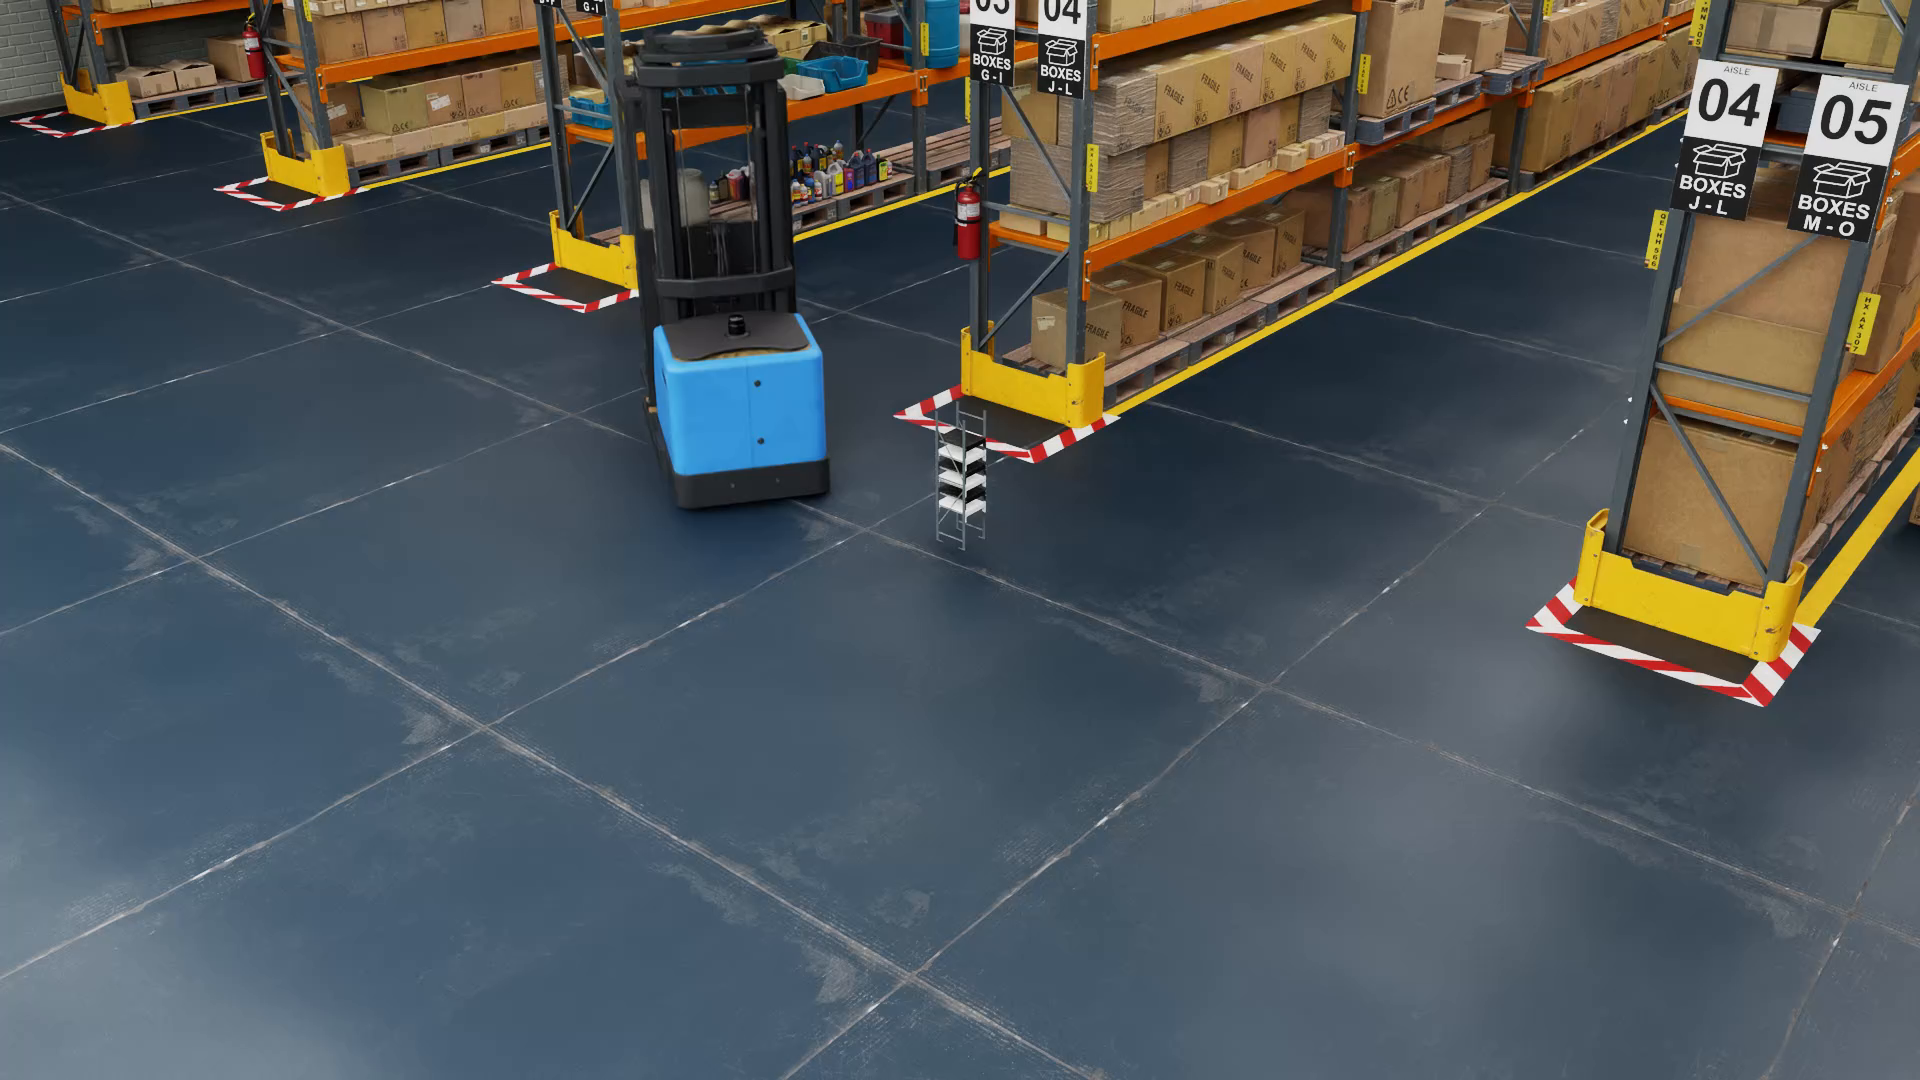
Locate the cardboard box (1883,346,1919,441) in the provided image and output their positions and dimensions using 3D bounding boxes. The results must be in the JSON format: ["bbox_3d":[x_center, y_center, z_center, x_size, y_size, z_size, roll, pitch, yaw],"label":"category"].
[{"bbox_3d":[6.348,-1.326,11.903,0.875,0.875,0.875,21,34,35],"label":"cardboard box"}]

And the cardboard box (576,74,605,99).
[{"bbox_3d":[-4.562,-5.864,21.357,0.500,0.250,0.500,20,34,34],"label":"cardboard box"}]

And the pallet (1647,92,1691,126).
[{"bbox_3d":[8.672,-5.615,21.375,1.003,0.211,1.213,21,34,34],"label":"pallet"}]

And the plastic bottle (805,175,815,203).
[{"bbox_3d":[-1.523,-3.564,16.866,0.097,0.271,0.097,0,27,0],"label":"plastic bottle"}]

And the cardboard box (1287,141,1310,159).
[{"bbox_3d":[2.758,-3.340,14.216,0.380,0.149,0.250,21,34,34],"label":"cardboard box"}]

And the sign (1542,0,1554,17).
[{"bbox_3d":[6.008,-5.513,16.968,0.100,0.325,0.005,21,34,34],"label":"sign"}]

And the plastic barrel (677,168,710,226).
[{"bbox_3d":[-2.648,-3.315,16.144,0.421,0.512,0.421,0,27,0],"label":"plastic barrel"}]

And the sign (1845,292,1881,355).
[{"bbox_3d":[4.682,-1.123,8.627,0.100,0.325,0.005,21,34,34],"label":"sign"}]

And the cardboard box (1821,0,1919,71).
[{"bbox_3d":[4.763,-2.592,8.505,0.500,0.250,0.500,21,34,34],"label":"cardboard box"}]

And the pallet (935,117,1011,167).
[{"bbox_3d":[0.463,-4.704,19.614,1.003,0.211,1.213,21,34,34],"label":"pallet"}]

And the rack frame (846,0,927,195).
[{"bbox_3d":[-0.783,-5.218,17.573,1.000,3.000,0.127,21,34,34],"label":"rack frame"}]

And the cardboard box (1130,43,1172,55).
[{"bbox_3d":[1.288,-3.596,12.916,0.500,0.500,0.500,21,34,34],"label":"cardboard box"}]

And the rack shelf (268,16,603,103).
[{"bbox_3d":[-5.875,-5.639,19.168,1.077,0.370,4.000,21,34,34],"label":"rack shelf"}]

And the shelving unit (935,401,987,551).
[{"bbox_3d":[0.005,-0.403,10.549,0.258,0.900,0.210,21,34,34],"label":"shelving unit"}]

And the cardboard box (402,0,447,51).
[{"bbox_3d":[-6.189,-5.817,18.622,0.700,0.500,0.500,21,34,35],"label":"cardboard box"}]

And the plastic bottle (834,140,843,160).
[{"bbox_3d":[-1.324,-4.217,18.128,0.097,0.271,0.097,0,27,0],"label":"plastic bottle"}]

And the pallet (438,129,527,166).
[{"bbox_3d":[-5.916,-4.725,19.653,1.003,0.211,1.213,21,34,34],"label":"pallet"}]

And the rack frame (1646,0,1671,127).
[{"bbox_3d":[8.128,-6.607,20.257,1.000,3.000,0.127,21,34,34],"label":"rack frame"}]

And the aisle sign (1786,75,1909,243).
[{"bbox_3d":[4.444,-1.909,8.346,0.394,0.787,0.004,21,34,34],"label":"aisle sign"}]

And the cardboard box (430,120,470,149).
[{"bbox_3d":[-6.000,-4.695,19.097,0.500,0.250,0.500,21,34,34],"label":"cardboard box"}]

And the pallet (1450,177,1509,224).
[{"bbox_3d":[5.085,-3.674,17.622,1.003,0.211,1.213,21,34,34],"label":"pallet"}]

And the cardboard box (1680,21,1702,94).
[{"bbox_3d":[9.182,-6.380,21.673,0.875,0.875,0.875,21,34,34],"label":"cardboard box"}]

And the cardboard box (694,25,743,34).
[{"bbox_3d":[-3.272,-6.831,22.616,0.500,0.311,0.500,20,33,33],"label":"cardboard box"}]

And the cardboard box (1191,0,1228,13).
[{"bbox_3d":[1.642,-4.073,12.257,0.500,0.250,0.500,21,34,34],"label":"cardboard box"}]

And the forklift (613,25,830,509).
[{"bbox_3d":[-1.767,-2.168,11.751,1.130,2.935,3.031,-7,28,-14],"label":"forklift"}]

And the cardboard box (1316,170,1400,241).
[{"bbox_3d":[3.764,-3.231,15.973,0.700,0.500,0.500,21,34,34],"label":"cardboard box"}]

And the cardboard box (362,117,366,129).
[{"bbox_3d":[-6.725,-4.672,19.052,0.500,0.250,0.500,21,34,34],"label":"cardboard box"}]

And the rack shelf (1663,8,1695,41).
[{"bbox_3d":[9.400,-6.997,21.793,1.077,0.370,4.000,21,34,34],"label":"rack shelf"}]

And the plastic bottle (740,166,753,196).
[{"bbox_3d":[-2.227,-3.696,17.115,0.152,0.276,0.135,20,33,33],"label":"plastic bottle"}]

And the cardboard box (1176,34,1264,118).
[{"bbox_3d":[2.009,-3.621,12.963,0.500,0.500,0.500,21,34,34],"label":"cardboard box"}]

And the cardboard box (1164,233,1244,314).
[{"bbox_3d":[2.061,-2.269,14.134,0.500,0.500,0.500,17,32,30],"label":"cardboard box"}]

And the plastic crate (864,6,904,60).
[{"bbox_3d":[-0.711,-5.508,18.063,0.402,0.464,0.583,21,34,34],"label":"plastic crate"}]

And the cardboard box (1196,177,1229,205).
[{"bbox_3d":[1.889,-2.776,13.125,0.380,0.149,0.250,21,34,34],"label":"cardboard box"}]

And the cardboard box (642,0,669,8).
[{"bbox_3d":[-3.881,-6.810,20.923,0.380,0.149,0.250,21,34,34],"label":"cardboard box"}]

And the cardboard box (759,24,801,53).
[{"bbox_3d":[-2.527,-6.856,22.664,0.500,0.311,0.500,20,34,34],"label":"cardboard box"}]

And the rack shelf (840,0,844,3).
[{"bbox_3d":[-0.786,-8.475,24.651,1.077,0.370,4.000,21,34,34],"label":"rack shelf"}]

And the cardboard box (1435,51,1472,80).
[{"bbox_3d":[4.731,-4.646,16.155,0.396,0.266,0.258,20,33,33],"label":"cardboard box"}]

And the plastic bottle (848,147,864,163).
[{"bbox_3d":[-1.081,-3.967,17.558,0.144,0.351,0.185,21,34,34],"label":"plastic bottle"}]

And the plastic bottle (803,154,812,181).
[{"bbox_3d":[-1.615,-3.950,17.612,0.097,0.271,0.097,0,27,0],"label":"plastic bottle"}]

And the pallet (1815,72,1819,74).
[{"bbox_3d":[5.497,-2.861,9.847,1.003,0.211,1.213,21,34,34],"label":"pallet"}]

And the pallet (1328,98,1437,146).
[{"bbox_3d":[3.638,-3.914,15.260,1.003,0.211,1.213,21,34,34],"label":"pallet"}]

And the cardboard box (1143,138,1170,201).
[{"bbox_3d":[1.091,-2.928,12.714,0.875,0.500,0.500,21,34,34],"label":"cardboard box"}]

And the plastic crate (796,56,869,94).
[{"bbox_3d":[-1.277,-4.681,16.695,0.499,0.251,0.616,21,34,34],"label":"plastic crate"}]

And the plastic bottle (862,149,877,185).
[{"bbox_3d":[-0.970,-3.925,17.476,0.144,0.351,0.185,20,33,33],"label":"plastic bottle"}]

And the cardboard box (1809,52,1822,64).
[{"bbox_3d":[4.532,-2.716,9.179,0.380,0.149,0.250,21,34,35],"label":"cardboard box"}]

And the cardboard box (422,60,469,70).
[{"bbox_3d":[-6.091,-5.360,19.567,0.500,0.500,0.500,21,34,34],"label":"cardboard box"}]

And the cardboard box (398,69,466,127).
[{"bbox_3d":[-6.009,-5.032,18.931,0.500,0.500,0.500,21,34,34],"label":"cardboard box"}]

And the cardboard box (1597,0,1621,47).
[{"bbox_3d":[7.072,-5.869,18.722,0.500,0.500,0.500,21,34,35],"label":"cardboard box"}]

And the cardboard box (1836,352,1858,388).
[{"bbox_3d":[4.792,-1.280,9.797,0.875,0.550,0.550,21,34,34],"label":"cardboard box"}]

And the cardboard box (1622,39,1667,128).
[{"bbox_3d":[7.736,-5.617,20.199,1.225,0.875,0.875,21,34,35],"label":"cardboard box"}]

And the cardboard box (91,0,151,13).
[{"bbox_3d":[-10.416,-6.718,20.613,0.500,0.250,0.500,20,33,33],"label":"cardboard box"}]

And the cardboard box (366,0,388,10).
[{"bbox_3d":[-6.405,-5.840,17.960,0.380,0.149,0.250,21,34,35],"label":"cardboard box"}]

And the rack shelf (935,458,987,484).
[{"bbox_3d":[0.005,-0.453,10.523,0.258,0.077,0.200,21,34,34],"label":"rack shelf"}]

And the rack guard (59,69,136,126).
[{"bbox_3d":[-10.923,-5.612,21.055,1.175,0.500,0.348,21,34,34],"label":"rack guard"}]

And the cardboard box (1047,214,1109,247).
[{"bbox_3d":[0.860,-2.272,12.152,0.380,0.149,0.250,21,34,34],"label":"cardboard box"}]
